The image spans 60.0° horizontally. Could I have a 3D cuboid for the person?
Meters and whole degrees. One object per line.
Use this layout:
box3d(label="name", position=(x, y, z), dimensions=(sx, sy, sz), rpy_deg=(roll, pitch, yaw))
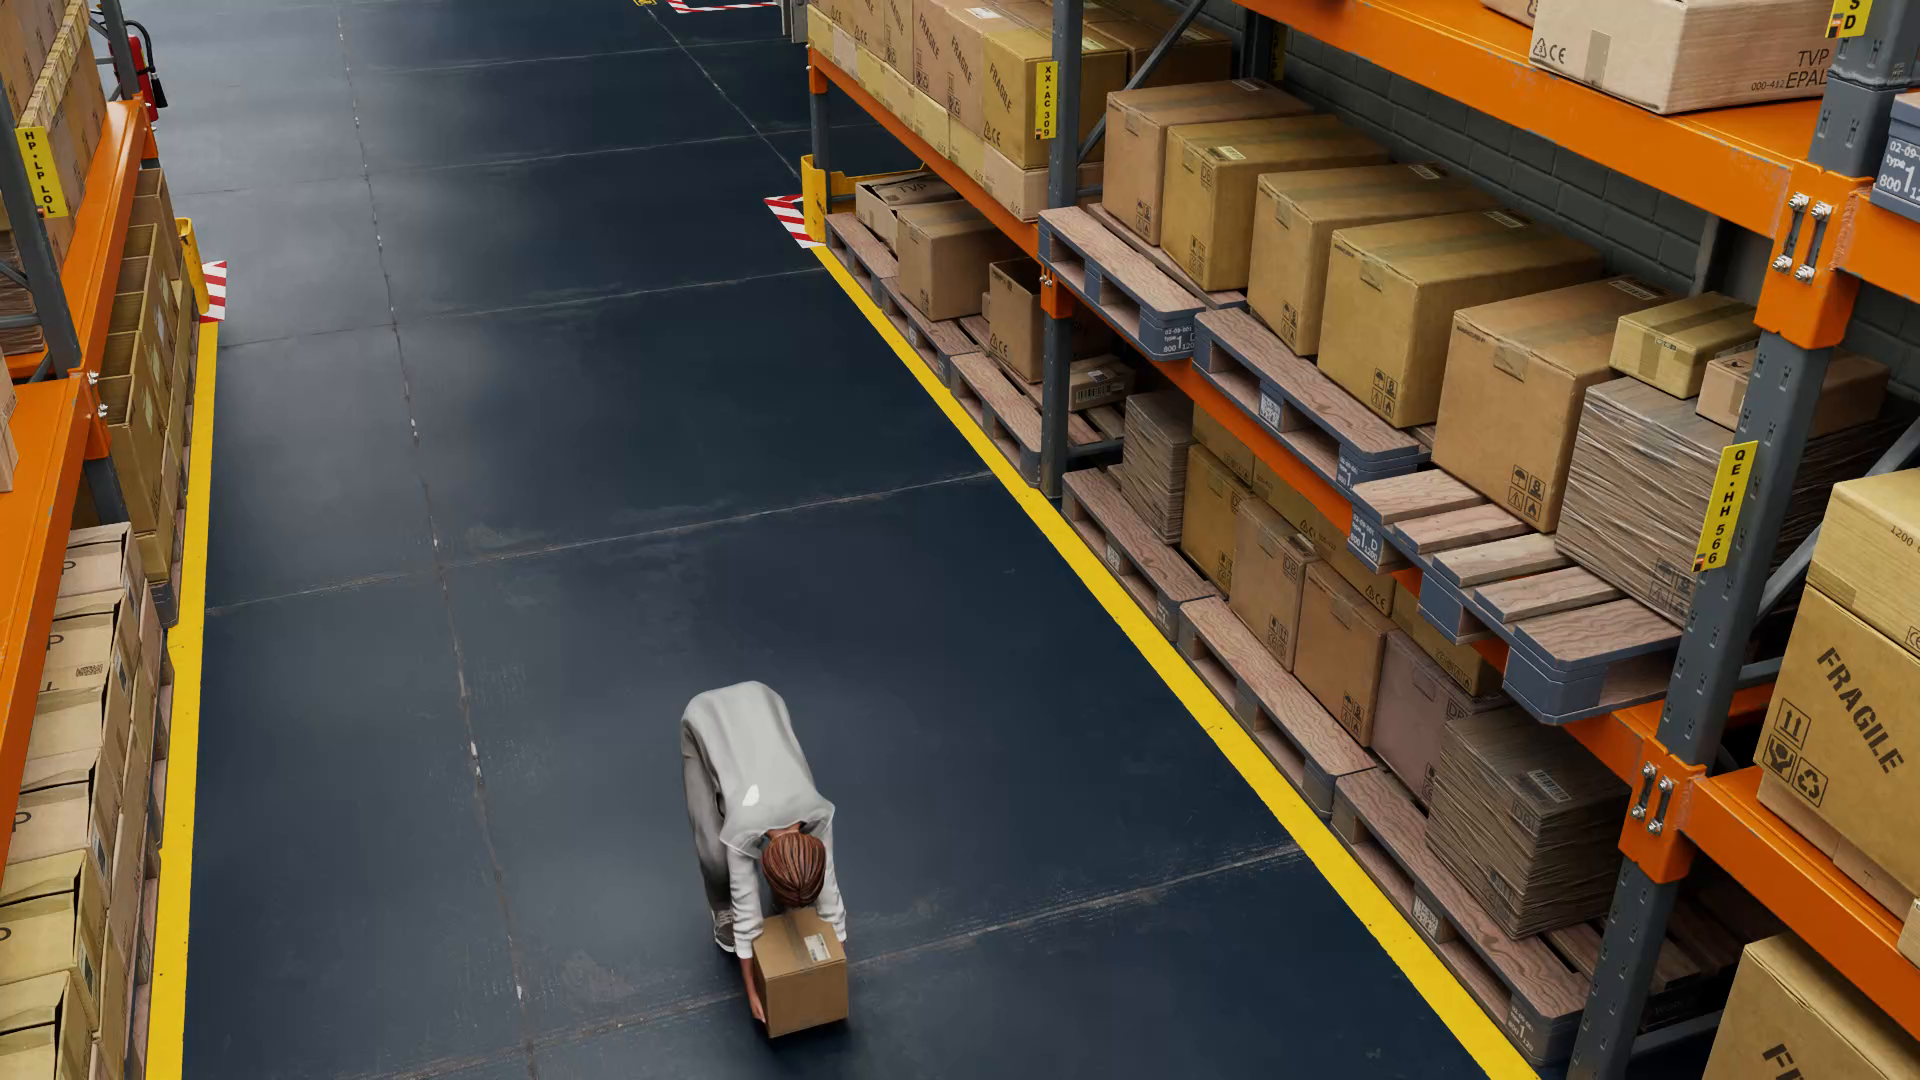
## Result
box3d(label="person", position=(-0.650, 0.571, 5.162), dimensions=(0.483, 1.592, 0.377), rpy_deg=(-13, 33, -21))
